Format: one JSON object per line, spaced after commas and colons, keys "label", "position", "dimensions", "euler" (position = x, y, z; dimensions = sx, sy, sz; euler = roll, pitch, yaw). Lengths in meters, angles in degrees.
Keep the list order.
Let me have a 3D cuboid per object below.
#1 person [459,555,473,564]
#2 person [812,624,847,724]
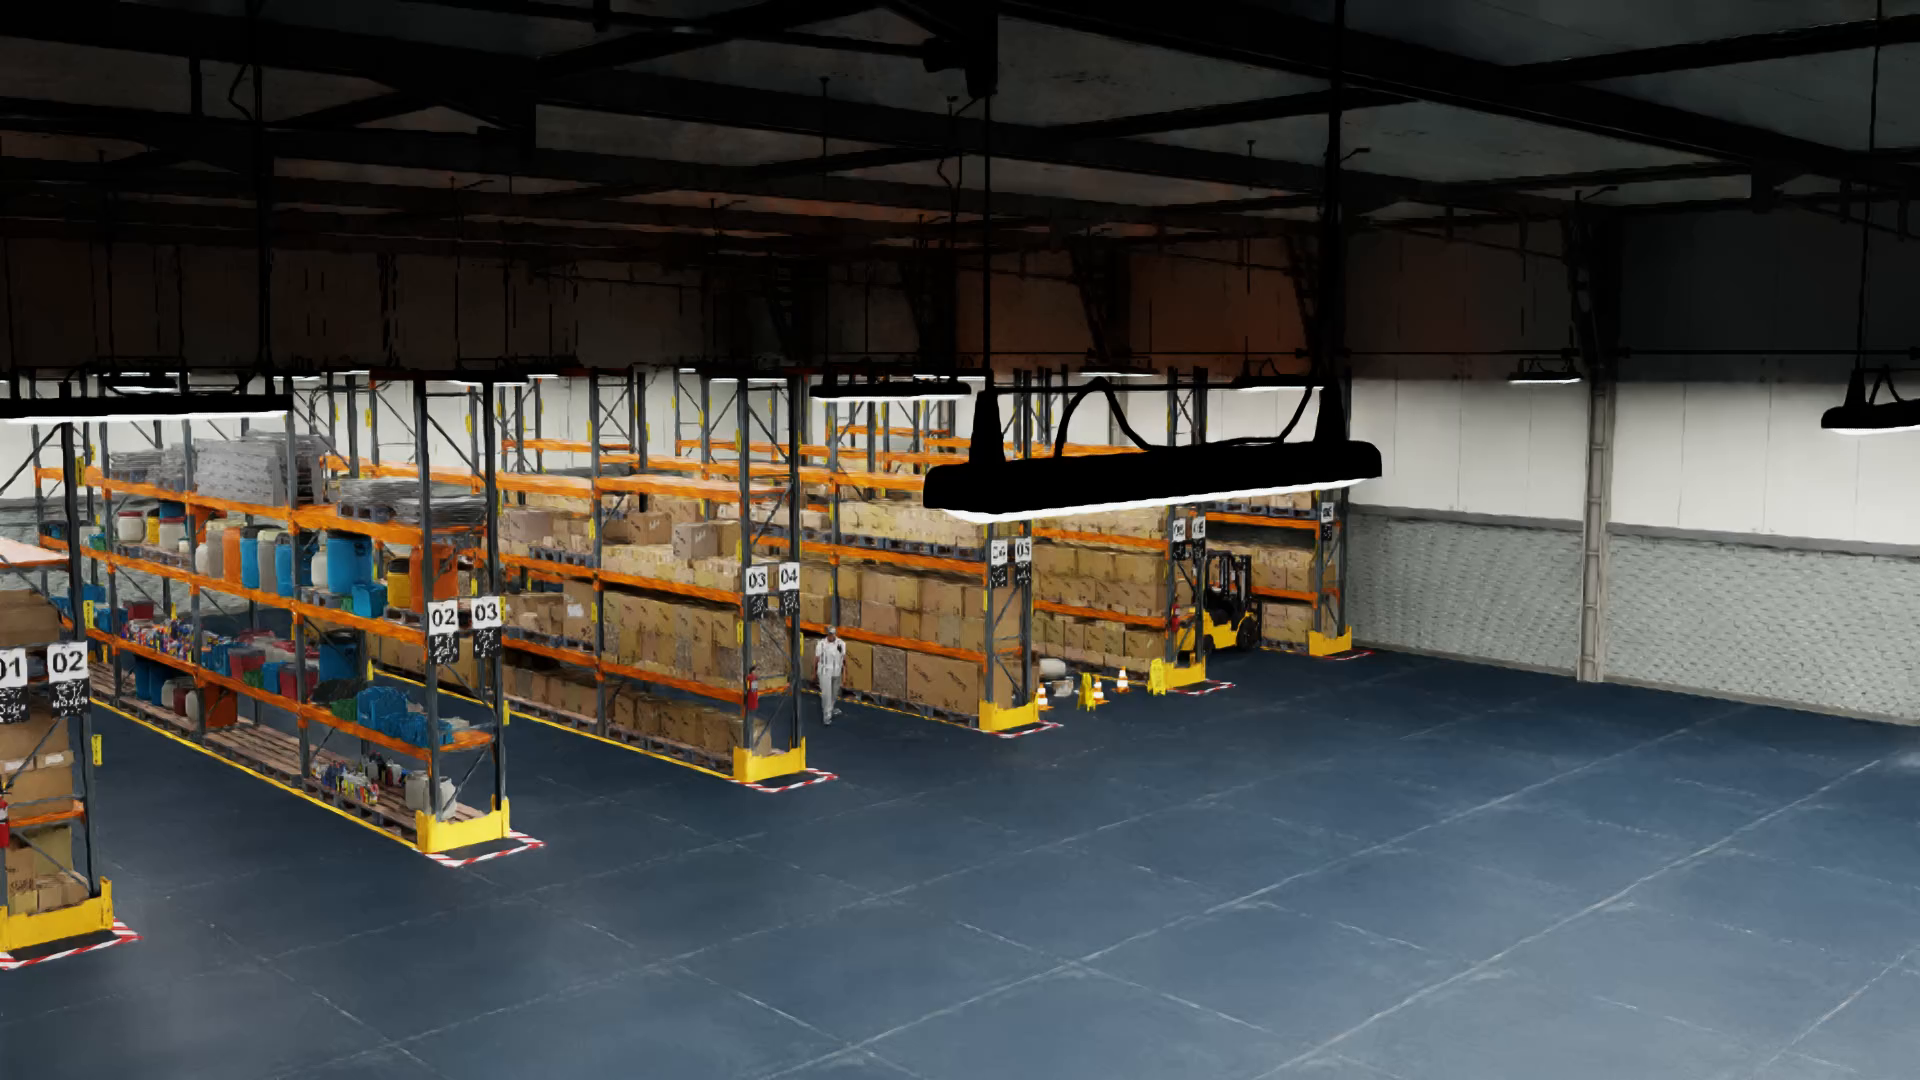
{"label": "person", "position": [-11.652, 1.004, 39.517], "dimensions": [0.606, 1.743, 0.924], "euler": [-2, 7, -16]}
{"label": "person", "position": [-2.234, 2.263, 28.608], "dimensions": [0.585, 1.691, 0.977], "euler": [-3, 7, -24]}
